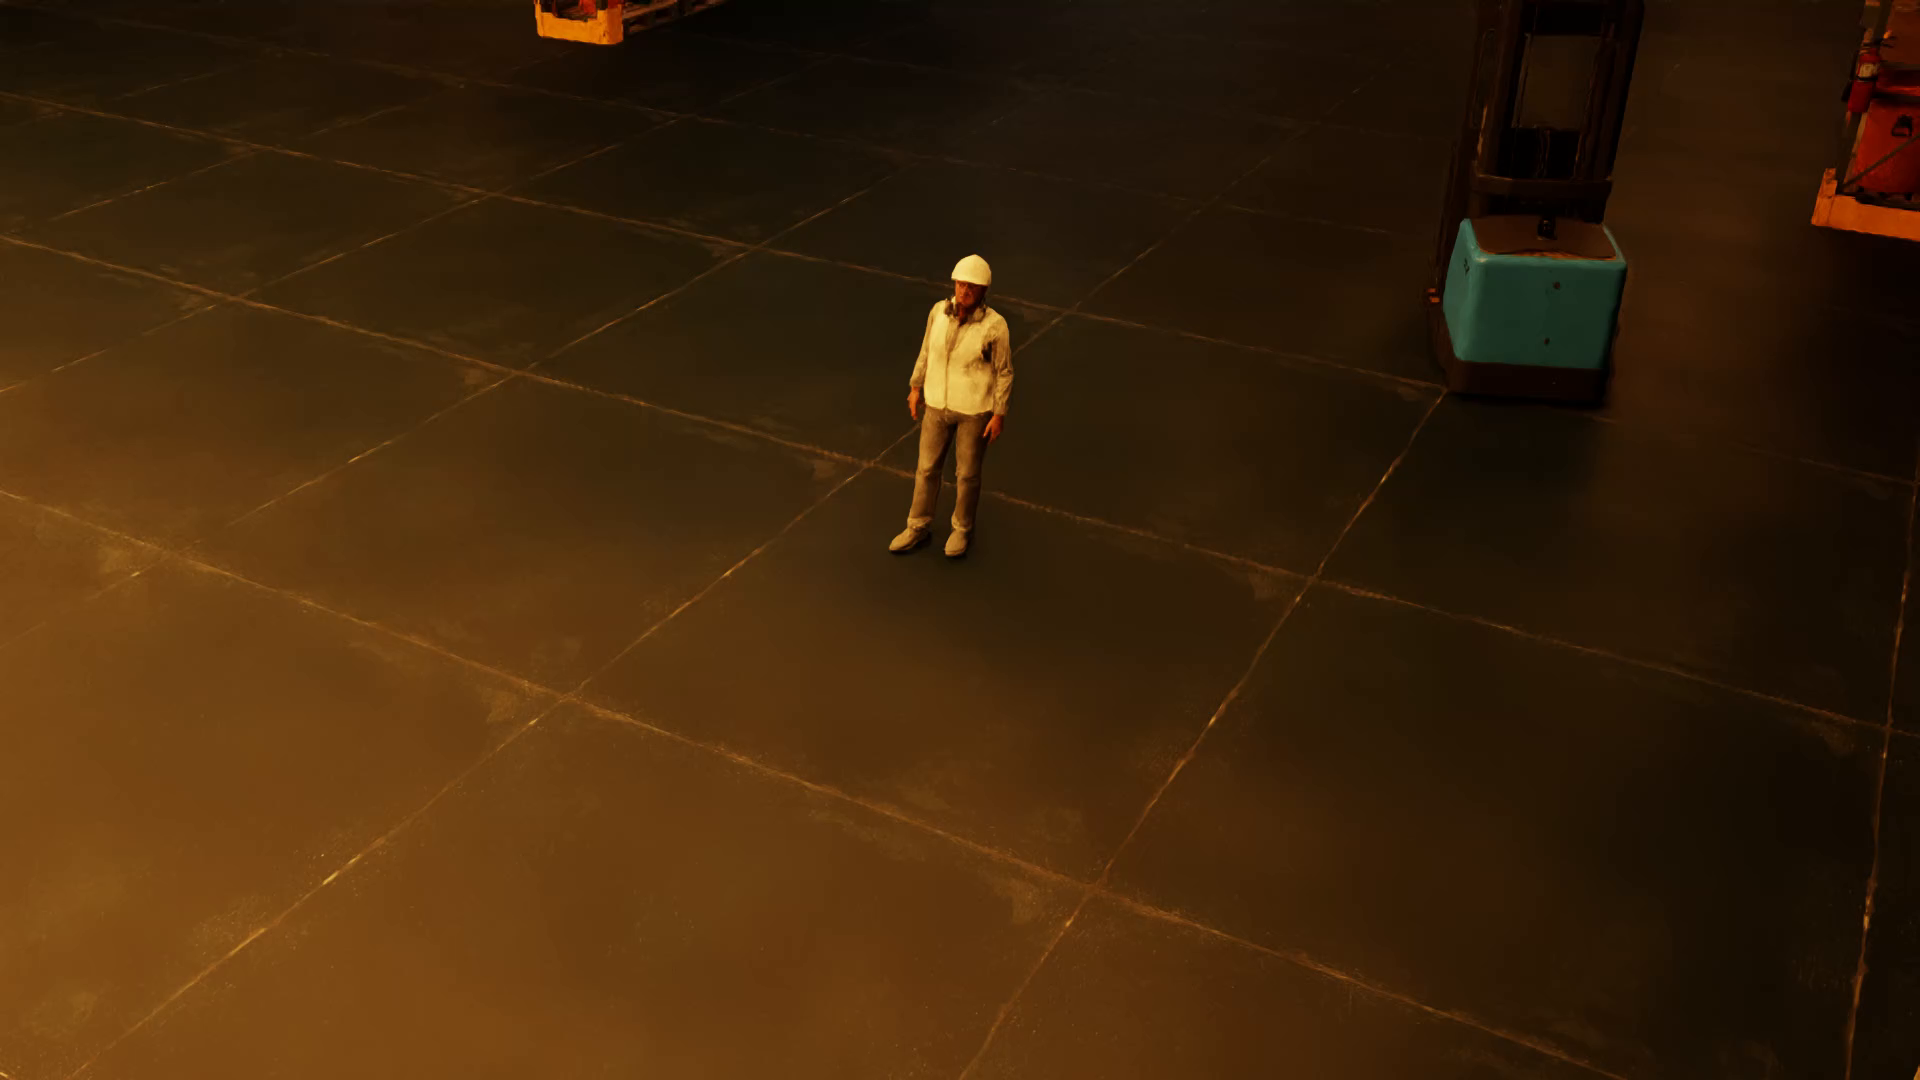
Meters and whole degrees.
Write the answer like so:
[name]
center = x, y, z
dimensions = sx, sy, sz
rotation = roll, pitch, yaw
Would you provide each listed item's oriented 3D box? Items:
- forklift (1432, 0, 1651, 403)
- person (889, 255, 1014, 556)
[forklift]
center = 4.238, -2.941, 12.167
dimensions = 1.130, 2.935, 3.031
rotation = 7, 31, 12
[person]
center = -0.037, -0.749, 9.512
dimensions = 0.632, 1.773, 0.567
rotation = 15, 33, 25
